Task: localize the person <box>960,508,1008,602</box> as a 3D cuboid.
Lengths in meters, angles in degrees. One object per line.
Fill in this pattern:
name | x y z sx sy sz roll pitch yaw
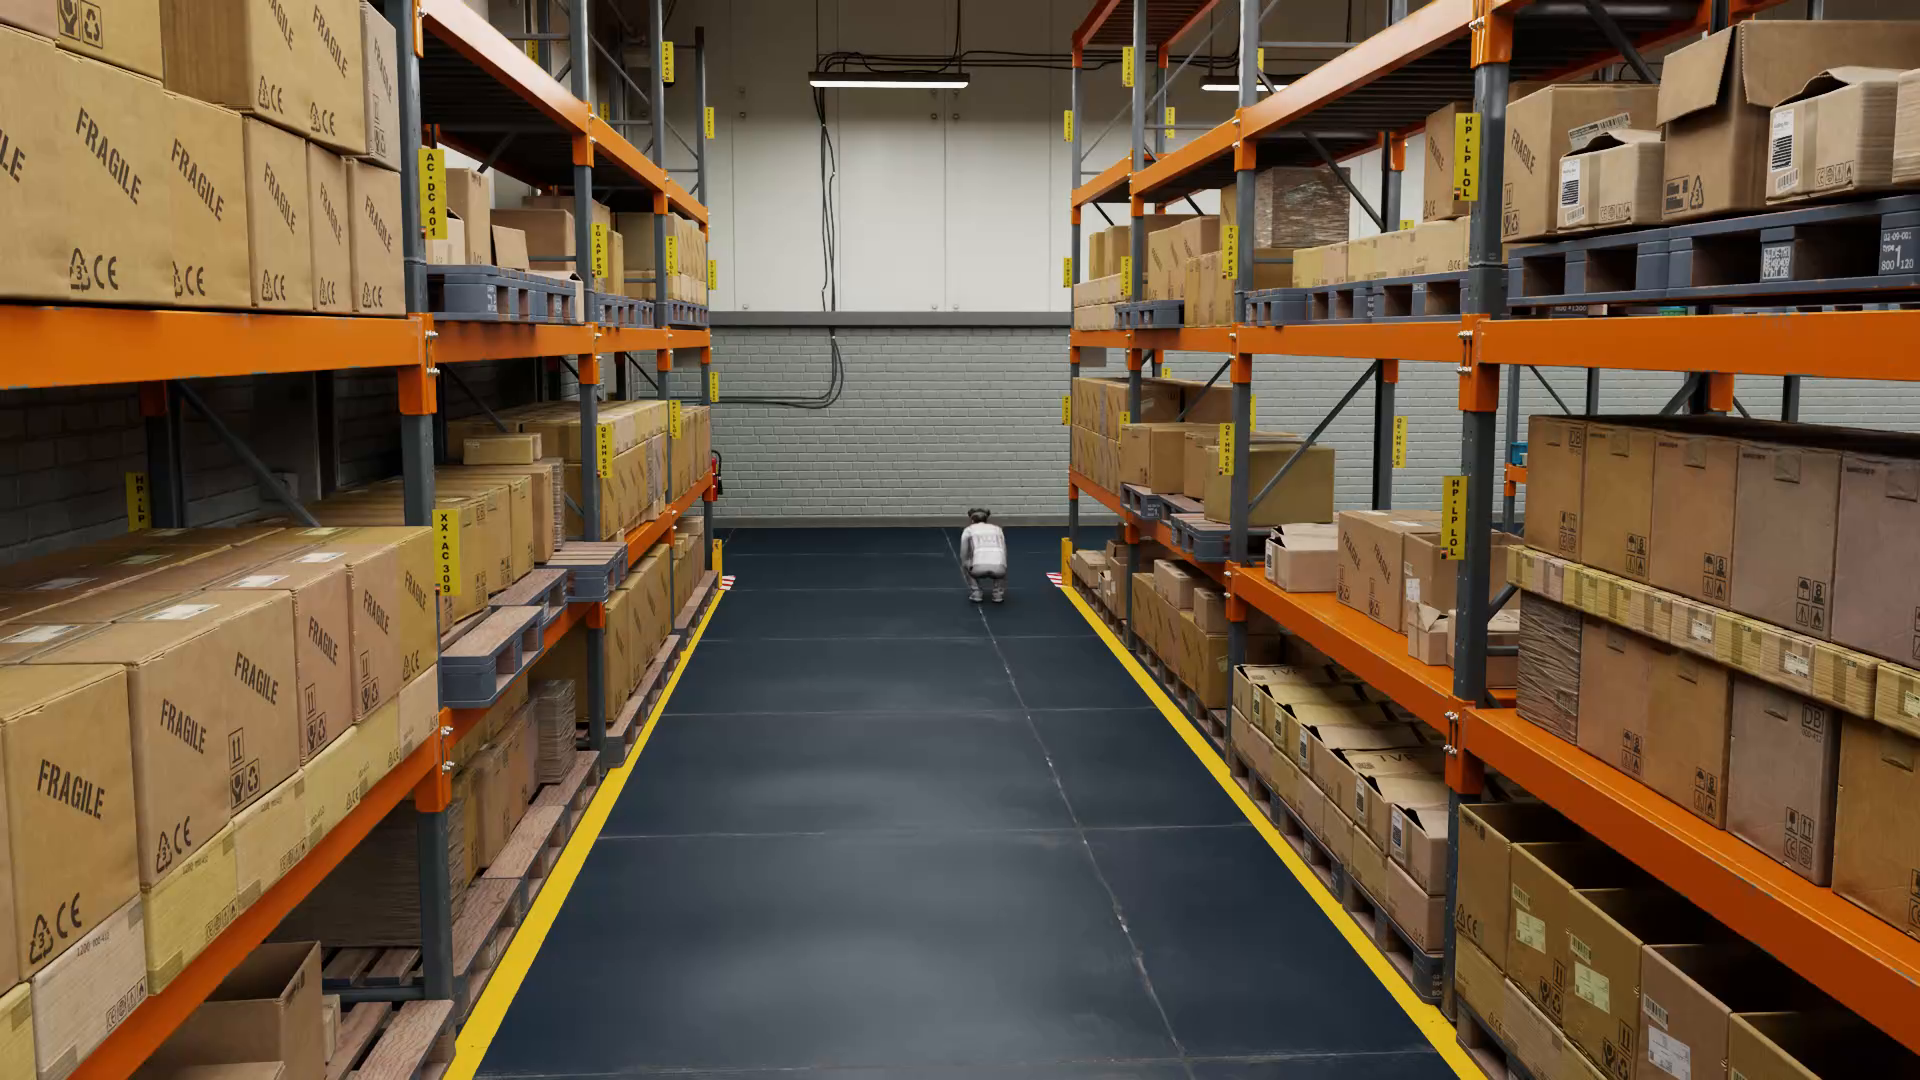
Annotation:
person | 0.264 0.154 17.435 0.505 0.963 0.821 0 7 -3
